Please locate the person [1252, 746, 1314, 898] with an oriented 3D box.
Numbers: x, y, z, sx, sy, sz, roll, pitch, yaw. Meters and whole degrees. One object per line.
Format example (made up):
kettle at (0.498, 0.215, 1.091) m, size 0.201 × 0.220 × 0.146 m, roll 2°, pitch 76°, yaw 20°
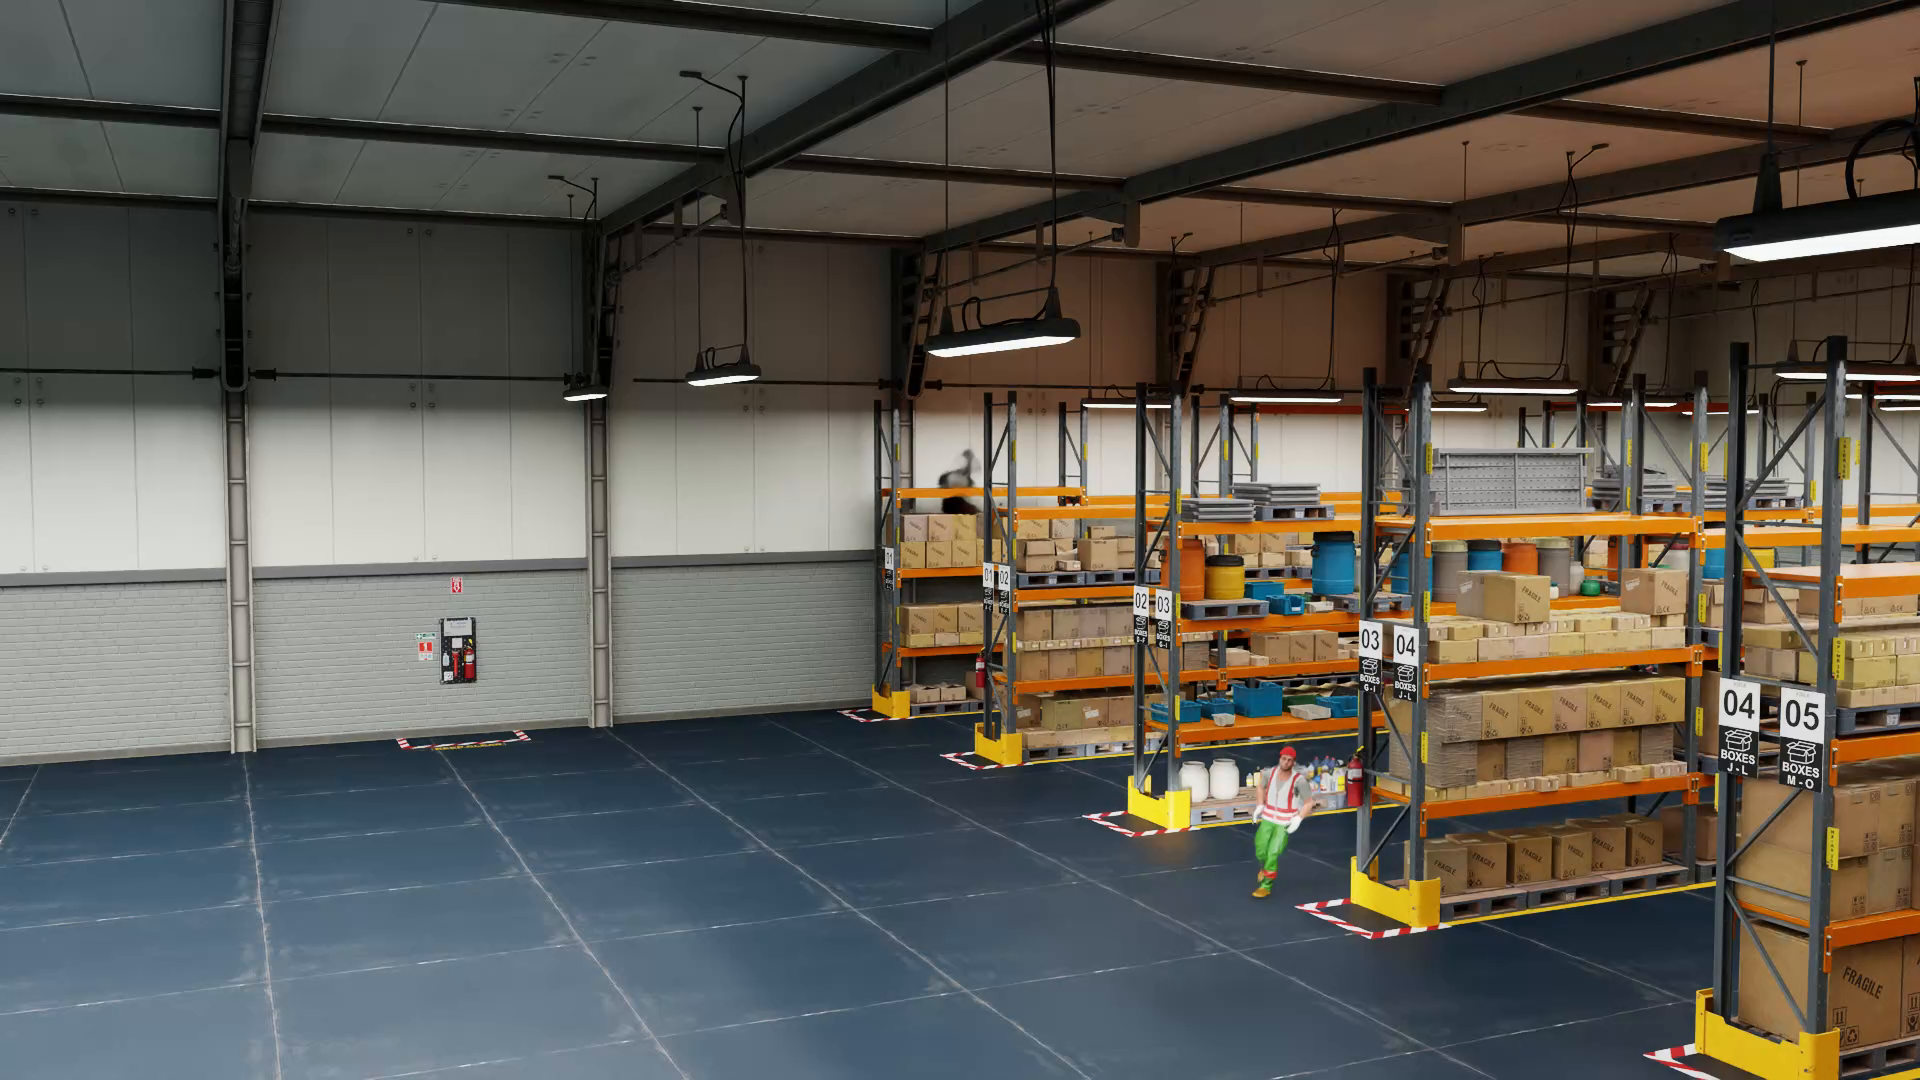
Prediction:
person at (3.674, 3.199, 18.938) m, size 0.716 × 1.722 × 0.591 m, roll 2°, pitch 4°, yaw 30°
